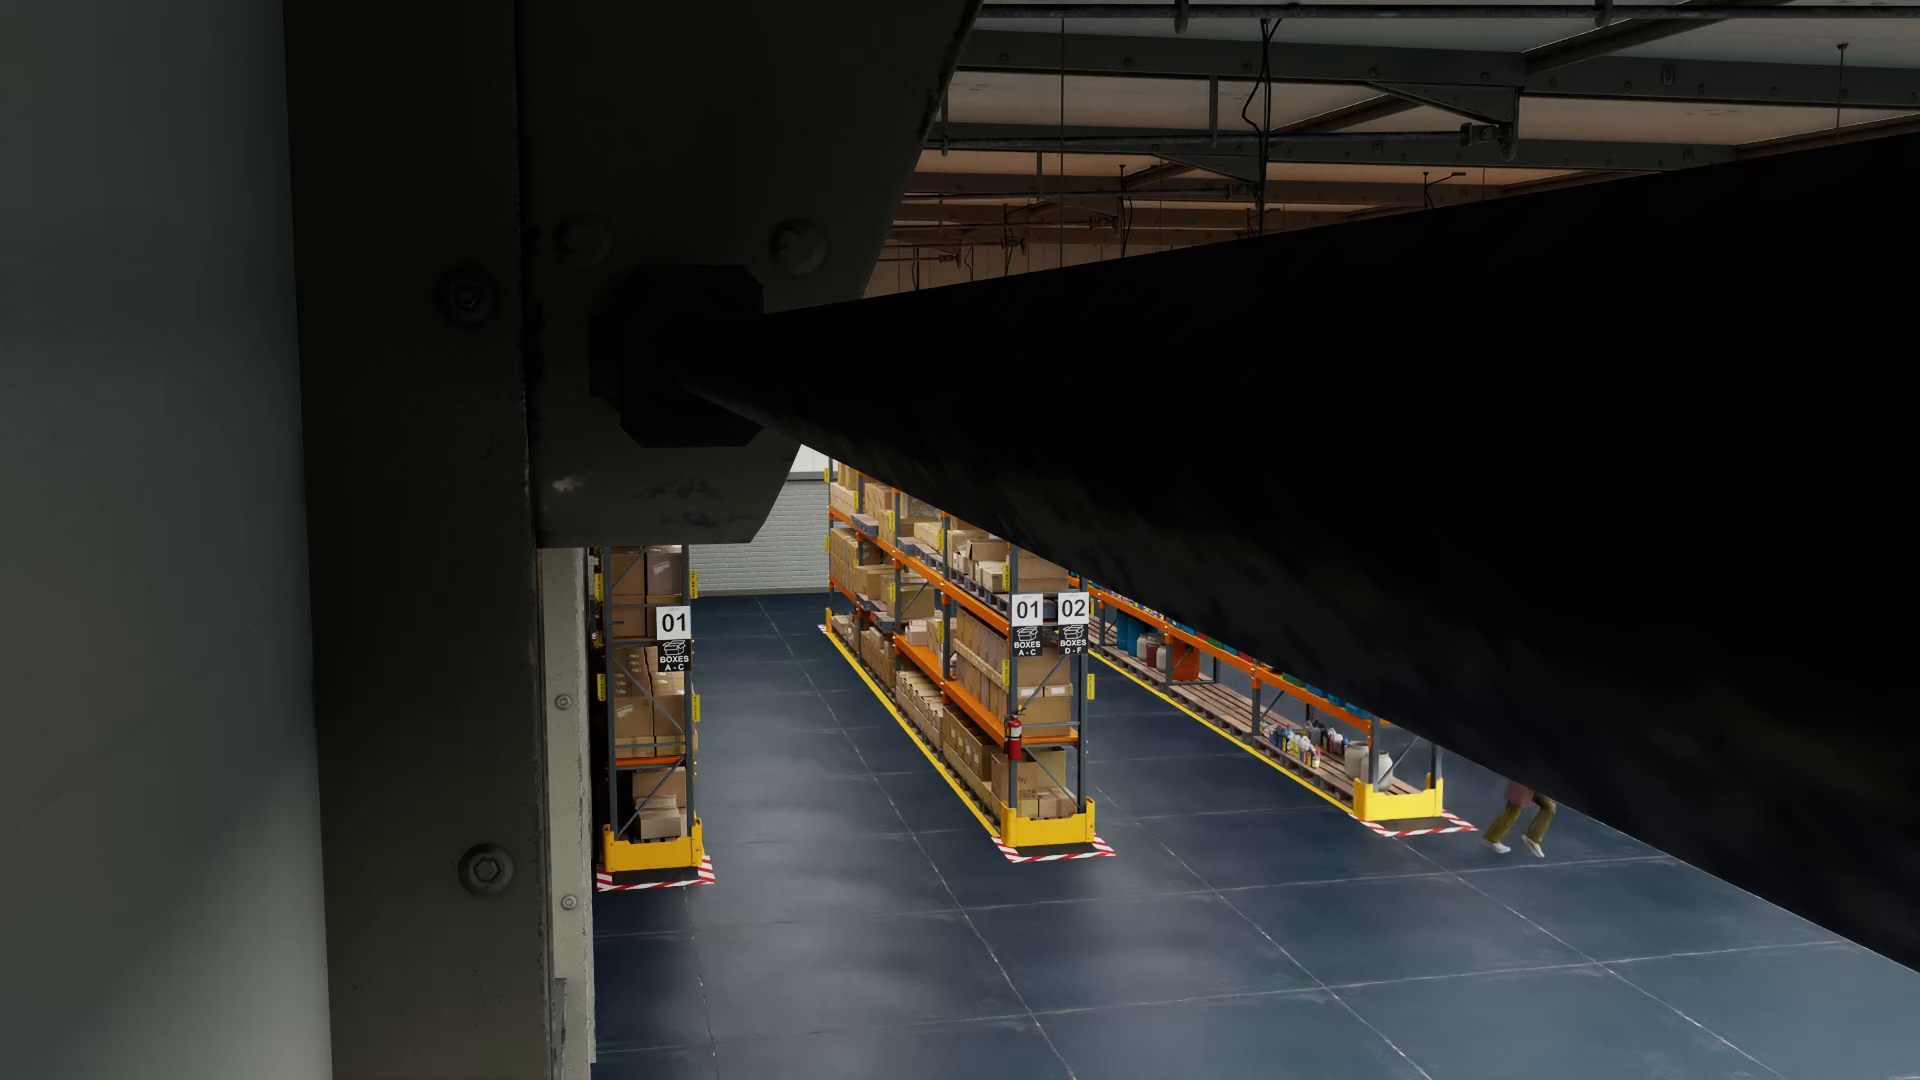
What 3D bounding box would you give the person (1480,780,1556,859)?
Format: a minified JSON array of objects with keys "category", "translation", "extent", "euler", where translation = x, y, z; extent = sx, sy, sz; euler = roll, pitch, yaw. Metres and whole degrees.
[{"category":"person","translation":[6.956,3.029,20.474],"extent":[0.963,1.807,0.728],"euler":[4,8,30]}]
